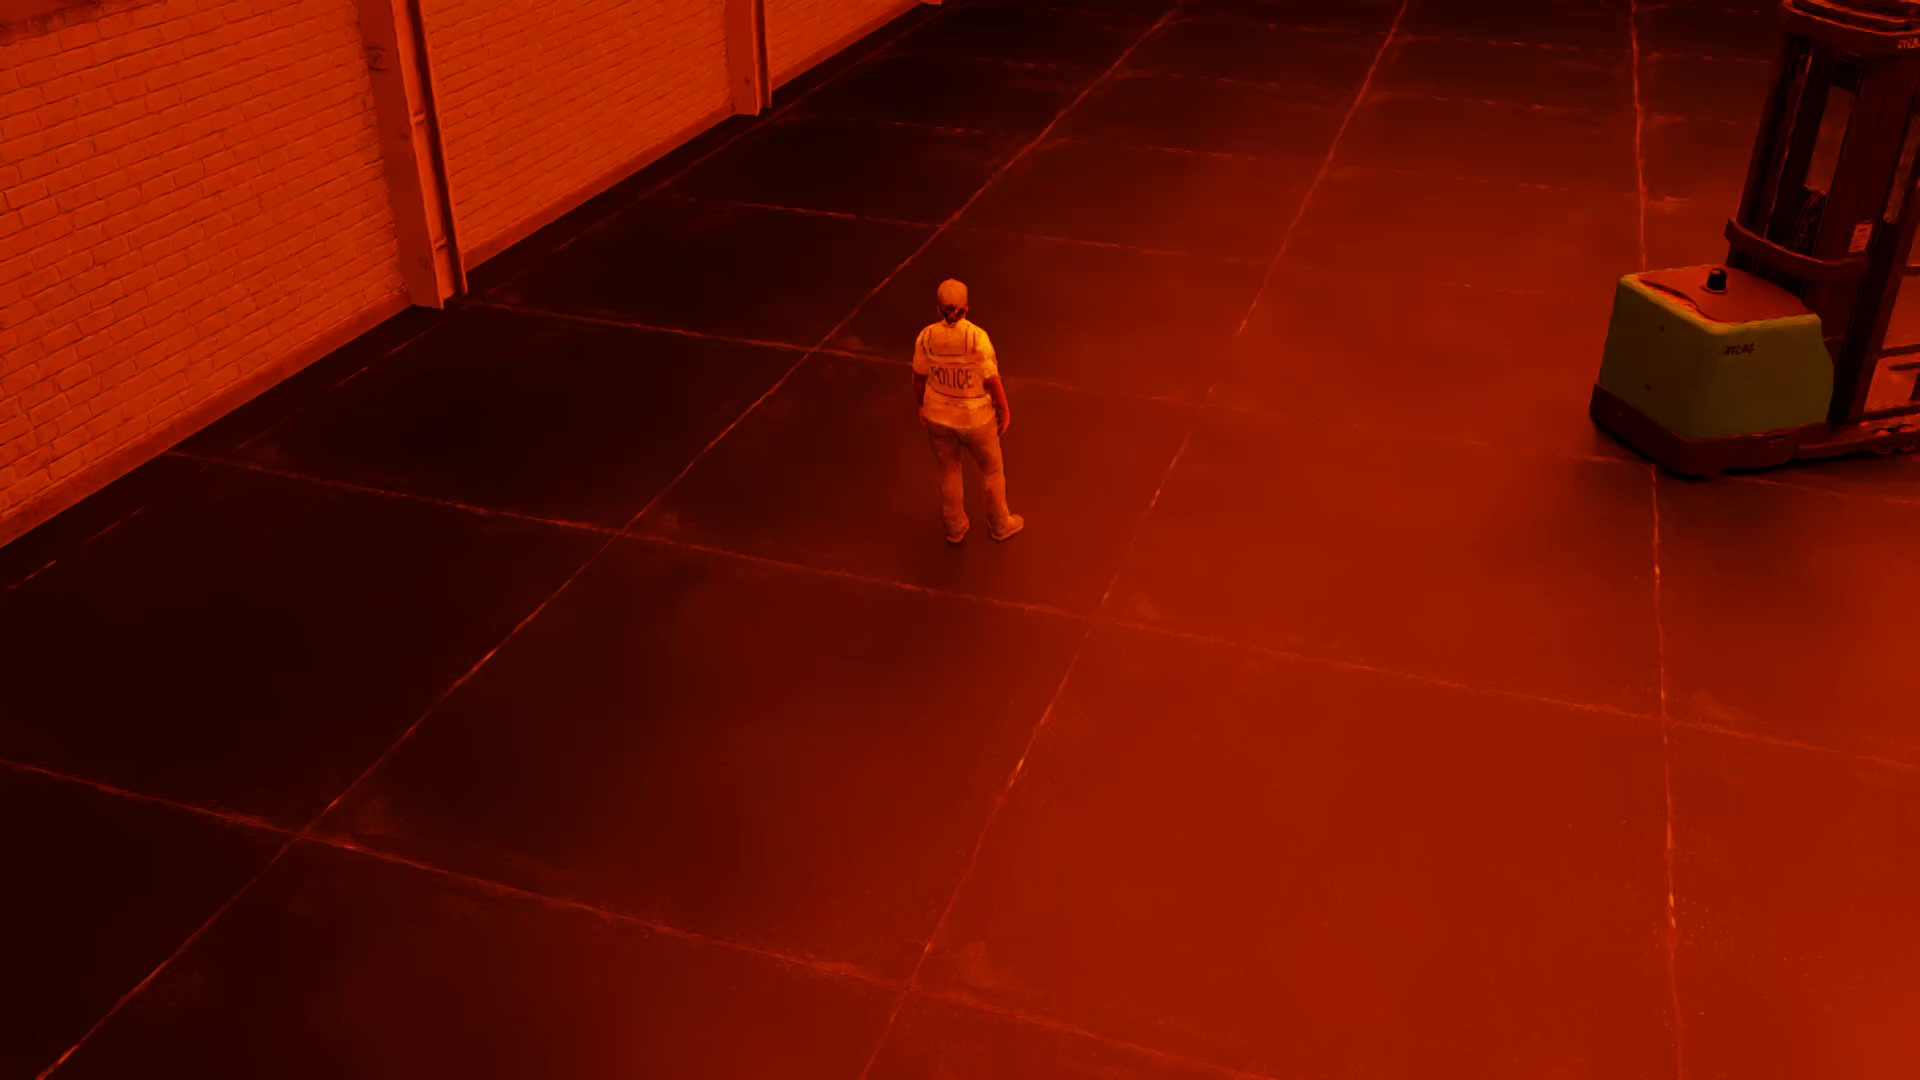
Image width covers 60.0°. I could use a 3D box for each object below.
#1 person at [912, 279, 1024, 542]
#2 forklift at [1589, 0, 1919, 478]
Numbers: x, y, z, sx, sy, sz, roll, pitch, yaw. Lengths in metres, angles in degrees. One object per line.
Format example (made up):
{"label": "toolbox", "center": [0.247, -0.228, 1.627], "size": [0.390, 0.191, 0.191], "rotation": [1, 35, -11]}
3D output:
{"label": "person", "center": [0.046, -0.762, 9.736], "size": [0.598, 1.669, 0.529], "rotation": [10, 31, 16]}
{"label": "forklift", "center": [5.922, -2.081, 10.786], "size": [3.031, 2.935, 1.130], "rotation": [-8, 31, -14]}
